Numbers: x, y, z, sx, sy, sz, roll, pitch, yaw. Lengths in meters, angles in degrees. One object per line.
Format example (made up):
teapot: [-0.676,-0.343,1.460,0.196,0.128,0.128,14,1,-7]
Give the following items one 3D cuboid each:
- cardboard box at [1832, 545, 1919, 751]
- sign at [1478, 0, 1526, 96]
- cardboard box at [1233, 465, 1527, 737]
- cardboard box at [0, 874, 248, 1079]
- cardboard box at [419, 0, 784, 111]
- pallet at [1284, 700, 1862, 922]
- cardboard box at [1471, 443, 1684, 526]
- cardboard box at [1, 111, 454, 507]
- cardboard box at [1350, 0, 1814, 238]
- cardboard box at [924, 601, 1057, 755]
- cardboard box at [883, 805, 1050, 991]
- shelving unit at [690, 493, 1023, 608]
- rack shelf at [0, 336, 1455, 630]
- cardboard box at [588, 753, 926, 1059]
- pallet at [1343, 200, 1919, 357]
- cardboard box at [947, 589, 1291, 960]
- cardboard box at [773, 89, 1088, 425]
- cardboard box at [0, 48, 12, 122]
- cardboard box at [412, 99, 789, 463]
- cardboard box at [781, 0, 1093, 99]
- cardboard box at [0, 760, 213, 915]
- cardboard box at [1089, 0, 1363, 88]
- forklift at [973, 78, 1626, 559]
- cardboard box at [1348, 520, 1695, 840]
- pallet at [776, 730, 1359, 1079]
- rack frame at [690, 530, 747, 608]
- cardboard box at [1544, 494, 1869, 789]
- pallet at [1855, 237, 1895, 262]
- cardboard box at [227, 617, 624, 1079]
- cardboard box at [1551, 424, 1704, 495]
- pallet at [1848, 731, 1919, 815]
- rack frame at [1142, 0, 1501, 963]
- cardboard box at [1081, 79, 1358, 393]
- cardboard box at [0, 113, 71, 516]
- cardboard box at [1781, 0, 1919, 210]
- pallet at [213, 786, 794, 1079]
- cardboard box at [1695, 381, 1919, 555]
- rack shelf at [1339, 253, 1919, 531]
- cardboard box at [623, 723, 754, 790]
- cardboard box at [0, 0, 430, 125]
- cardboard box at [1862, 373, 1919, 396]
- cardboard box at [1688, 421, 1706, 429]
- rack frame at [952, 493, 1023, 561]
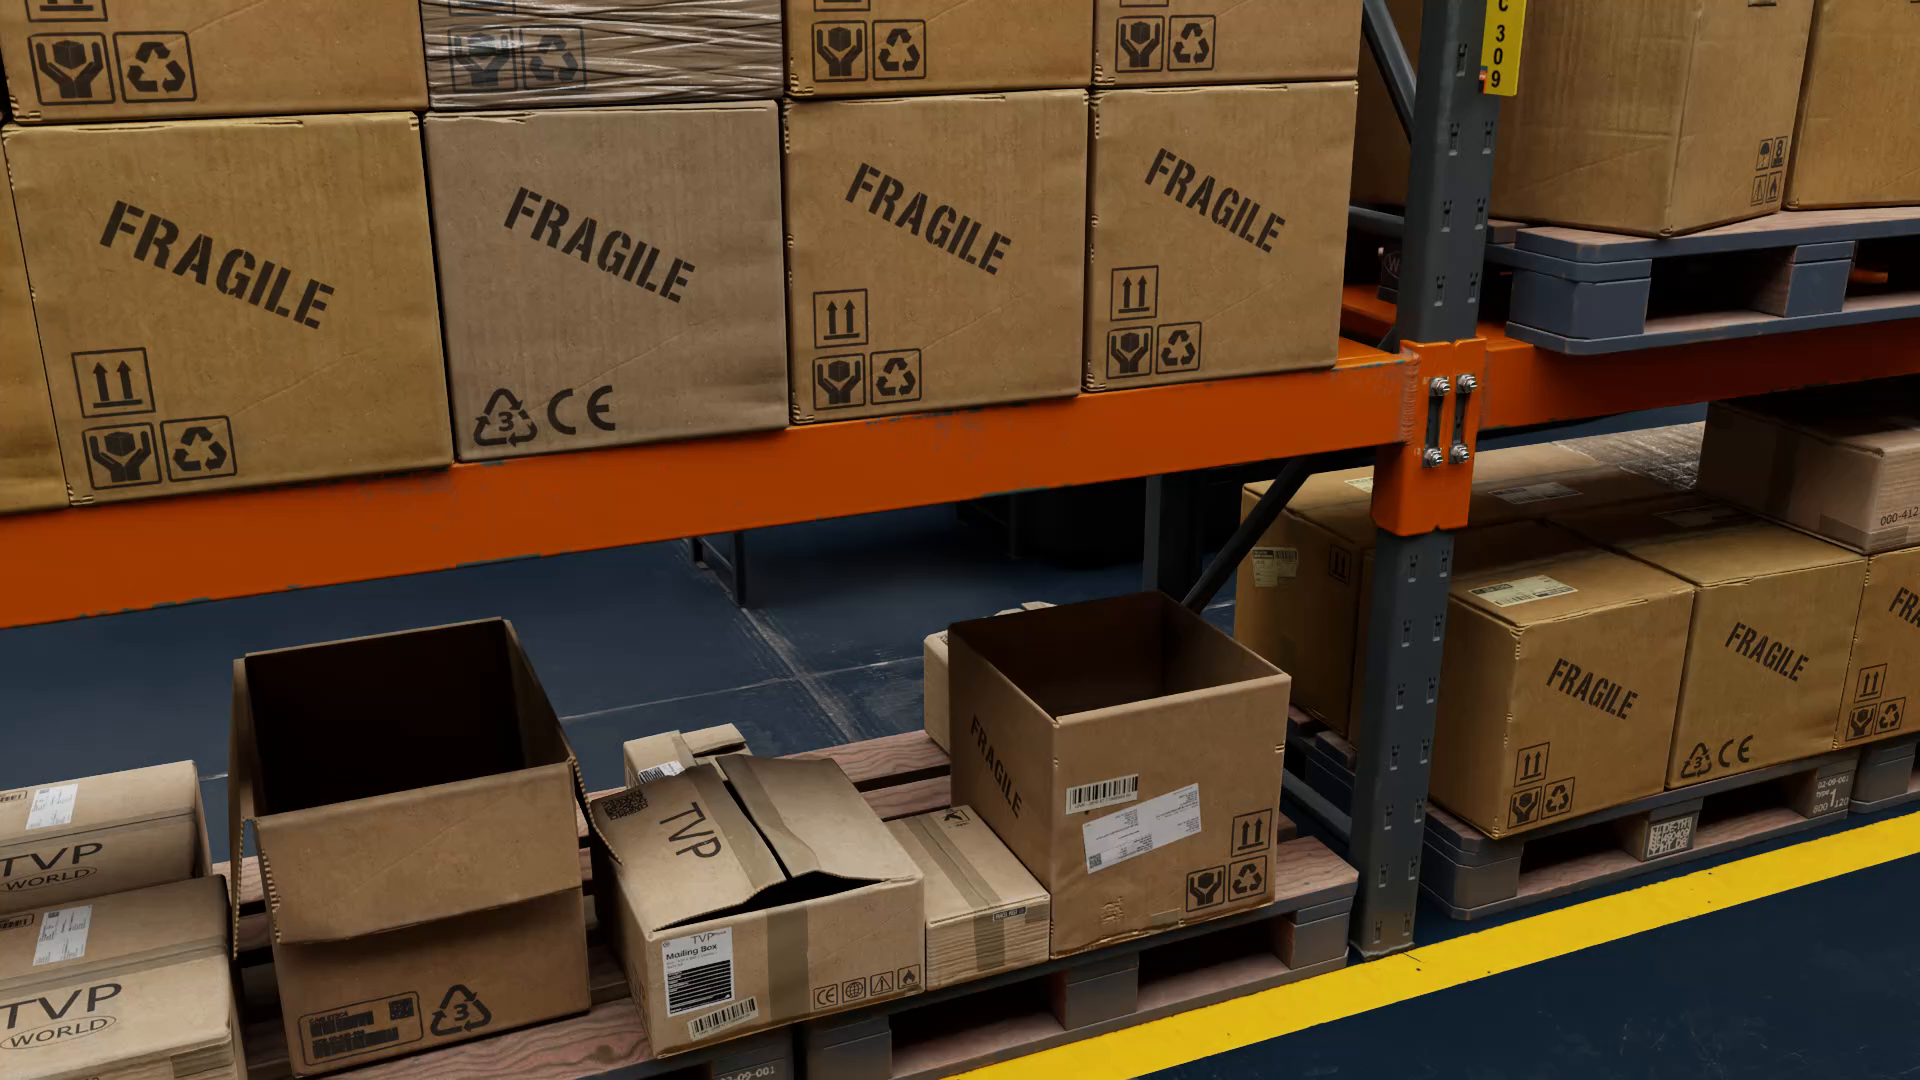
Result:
cardboard box: [2.199,0.159,4.156,0.500,0.500,0.500,-8,21,-21]
sign: [0.933,-0.930,2.844,0.005,0.325,0.100,-8,21,-22]
cardboard box: [1.051,0.133,4.229,0.500,0.500,0.500,-8,21,-22]
cardboard box: [-1.432,0.813,2.675,0.500,0.250,0.500,-8,21,-22]
cardboard box: [-0.583,-0.925,2.477,0.500,0.500,0.500,-8,21,-21]
pallet: [1.443,0.510,4.255,1.213,0.211,1.003,-8,21,-22]
cardboard box: [1.508,0.070,4.407,0.500,0.500,0.500,-8,21,-22]
cardboard box: [-1.057,-0.385,2.449,0.500,0.500,0.500,-8,21,-21]
cardboard box: [1.235,-0.926,3.352,0.500,0.500,0.700,-17,26,-40]
cardboard box: [0.240,0.364,3.859,0.500,0.311,0.500,-8,21,-22]
cardboard box: [-0.020,0.680,3.205,0.250,0.149,0.380,-8,21,-22]
shelving unit: [-0.361,-0.636,5.571,1.048,1.500,0.538,-9,21,-25]
rack shelf: [-1.125,-0.084,2.827,4.000,0.370,1.077,-8,21,-22]
cardboard box: [-0.388,0.635,3.090,0.500,0.311,0.500,-8,21,-22]
pallet: [1.488,-0.668,3.691,1.213,0.211,1.003,-8,21,-22]
cardboard box: [0.300,0.447,3.338,0.500,0.500,0.500,-8,21,-22]
cardboard box: [-0.119,-0.521,2.835,0.500,0.500,0.500,-8,21,-20]
cardboard box: [-1.512,-0.792,2.100,0.500,0.500,0.500,-8,21,-21]
cardboard box: [-0.590,-0.453,2.641,0.500,0.500,0.500,-8,21,-21]
cardboard box: [-0.120,-0.991,2.665,0.500,0.500,0.500,-9,21,-23]
cardboard box: [-1.676,0.667,3.089,0.500,0.250,0.500,-8,21,-22]
cardboard box: [0.349,-1.060,2.859,0.500,0.500,0.500,-8,21,-22]
forklift: [1.445,-1.637,6.259,3.031,2.935,1.130,-9,21,-25]
cardboard box: [1.252,0.296,3.767,0.500,0.500,0.500,-9,21,-24]
pallet: [0.080,0.719,3.662,1.213,0.211,1.003,-8,21,-22]
rack frame: [-0.817,-0.562,5.359,0.032,1.500,0.500,-9,21,-25]
cardboard box: [1.737,0.222,3.975,0.500,0.500,0.500,-8,21,-21]
pallet: [2.600,-0.865,4.251,1.213,0.211,1.003,-8,21,-22]
cardboard box: [-1.012,0.532,3.090,0.637,0.503,0.797,-8,21,-22]
cardboard box: [1.969,0.005,4.594,0.500,0.500,0.500,-8,21,-21]
pallet: [2.565,0.349,4.714,1.213,0.211,1.003,-8,21,-22]
rack frame: [0.711,-0.686,3.455,0.127,3.000,1.000,-8,21,-22]
cardboard box: [0.354,-0.589,3.029,0.500,0.500,0.500,-8,21,-21]
cardboard box: [-1.516,-0.320,2.264,0.500,0.500,0.500,-8,21,-22]
cardboard box: [1.841,-1.035,3.664,0.500,0.500,0.700,-5,20,-13]
pallet: [-1.042,0.881,3.203,1.213,0.211,1.003,-8,21,-22]
cardboard box: [2.170,-0.189,4.016,0.500,0.250,0.500,-8,21,-22]
rack shelf: [2.547,-0.610,4.322,4.000,0.370,1.077,-8,21,-22]
cardboard box: [-0.550,0.549,3.551,0.250,0.166,0.380,-8,21,-22]
cardboard box: [-1.045,-0.859,2.290,0.500,0.500,0.500,-8,21,-22]
cardboard box: [2.630,-0.256,4.204,0.500,0.250,0.500,-9,21,-23]
cardboard box: [2.435,-0.063,4.786,0.500,0.500,0.500,-9,21,-24]
rack frame: [0.095,-0.711,5.784,0.032,1.500,0.500,-9,21,-25]
